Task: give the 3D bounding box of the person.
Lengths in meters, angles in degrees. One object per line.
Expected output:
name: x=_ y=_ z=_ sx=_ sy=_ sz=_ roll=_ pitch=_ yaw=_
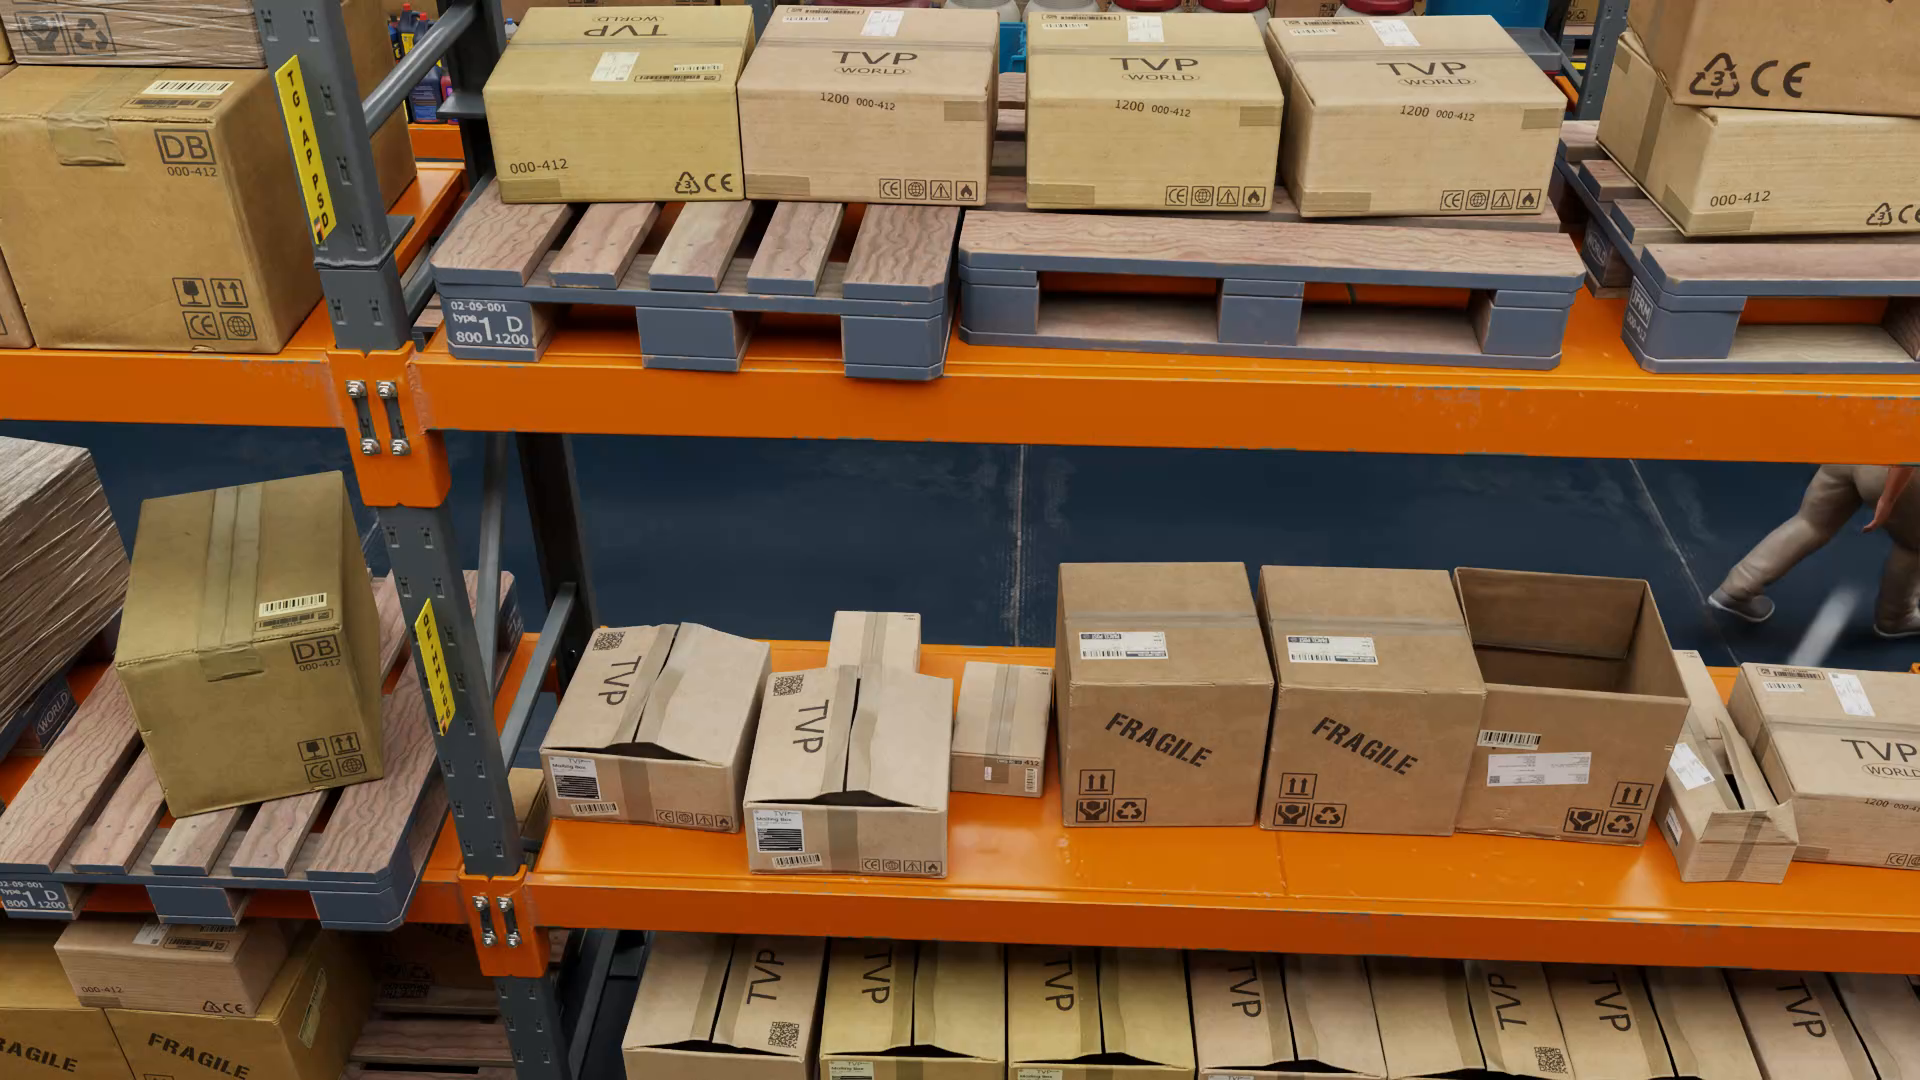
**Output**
person: x=3.663 y=-0.321 z=6.608 sx=1.030 sy=1.679 sz=0.542 roll=-8 pitch=36 yaw=-11
